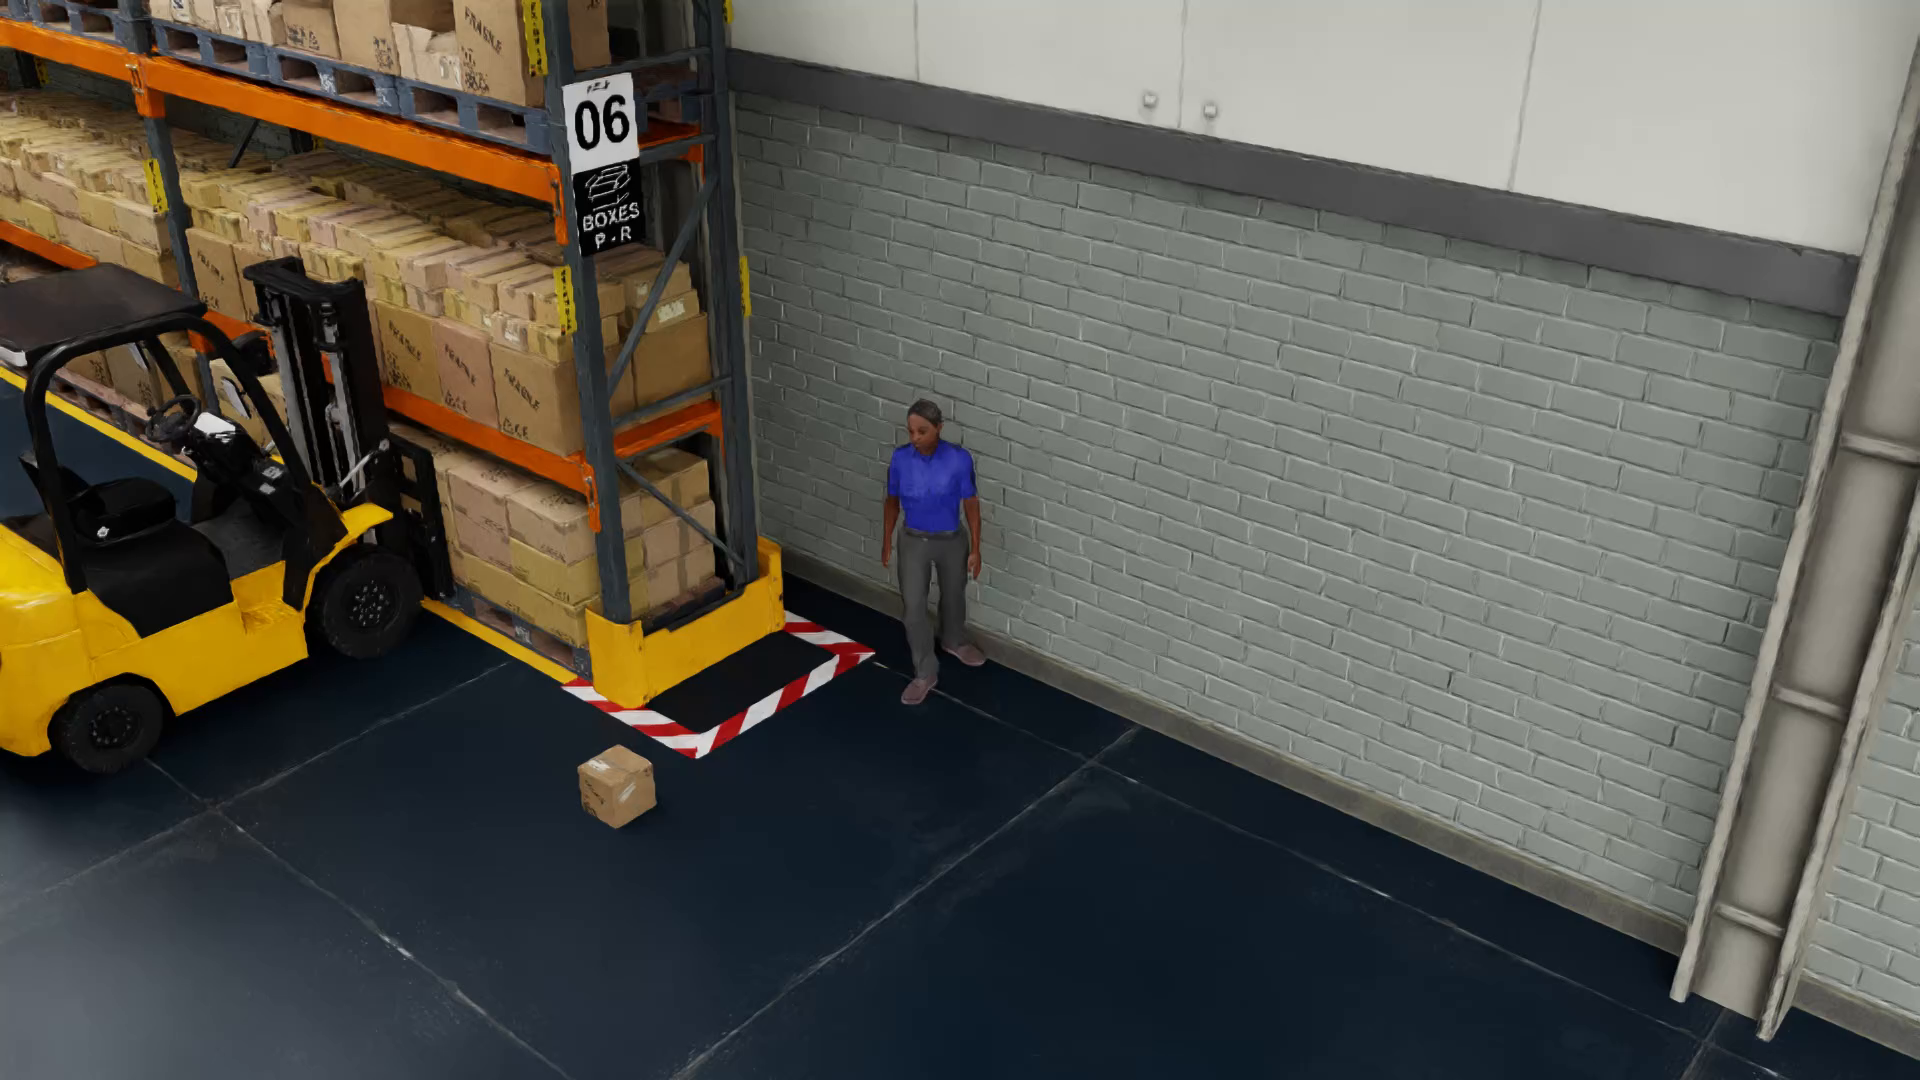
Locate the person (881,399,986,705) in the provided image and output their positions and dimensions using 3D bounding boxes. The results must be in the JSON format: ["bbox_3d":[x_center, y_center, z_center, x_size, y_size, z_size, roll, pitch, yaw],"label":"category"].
[{"bbox_3d":[-0.142,0.013,8.609,0.544,1.647,0.597,2,28,4],"label":"person"}]
